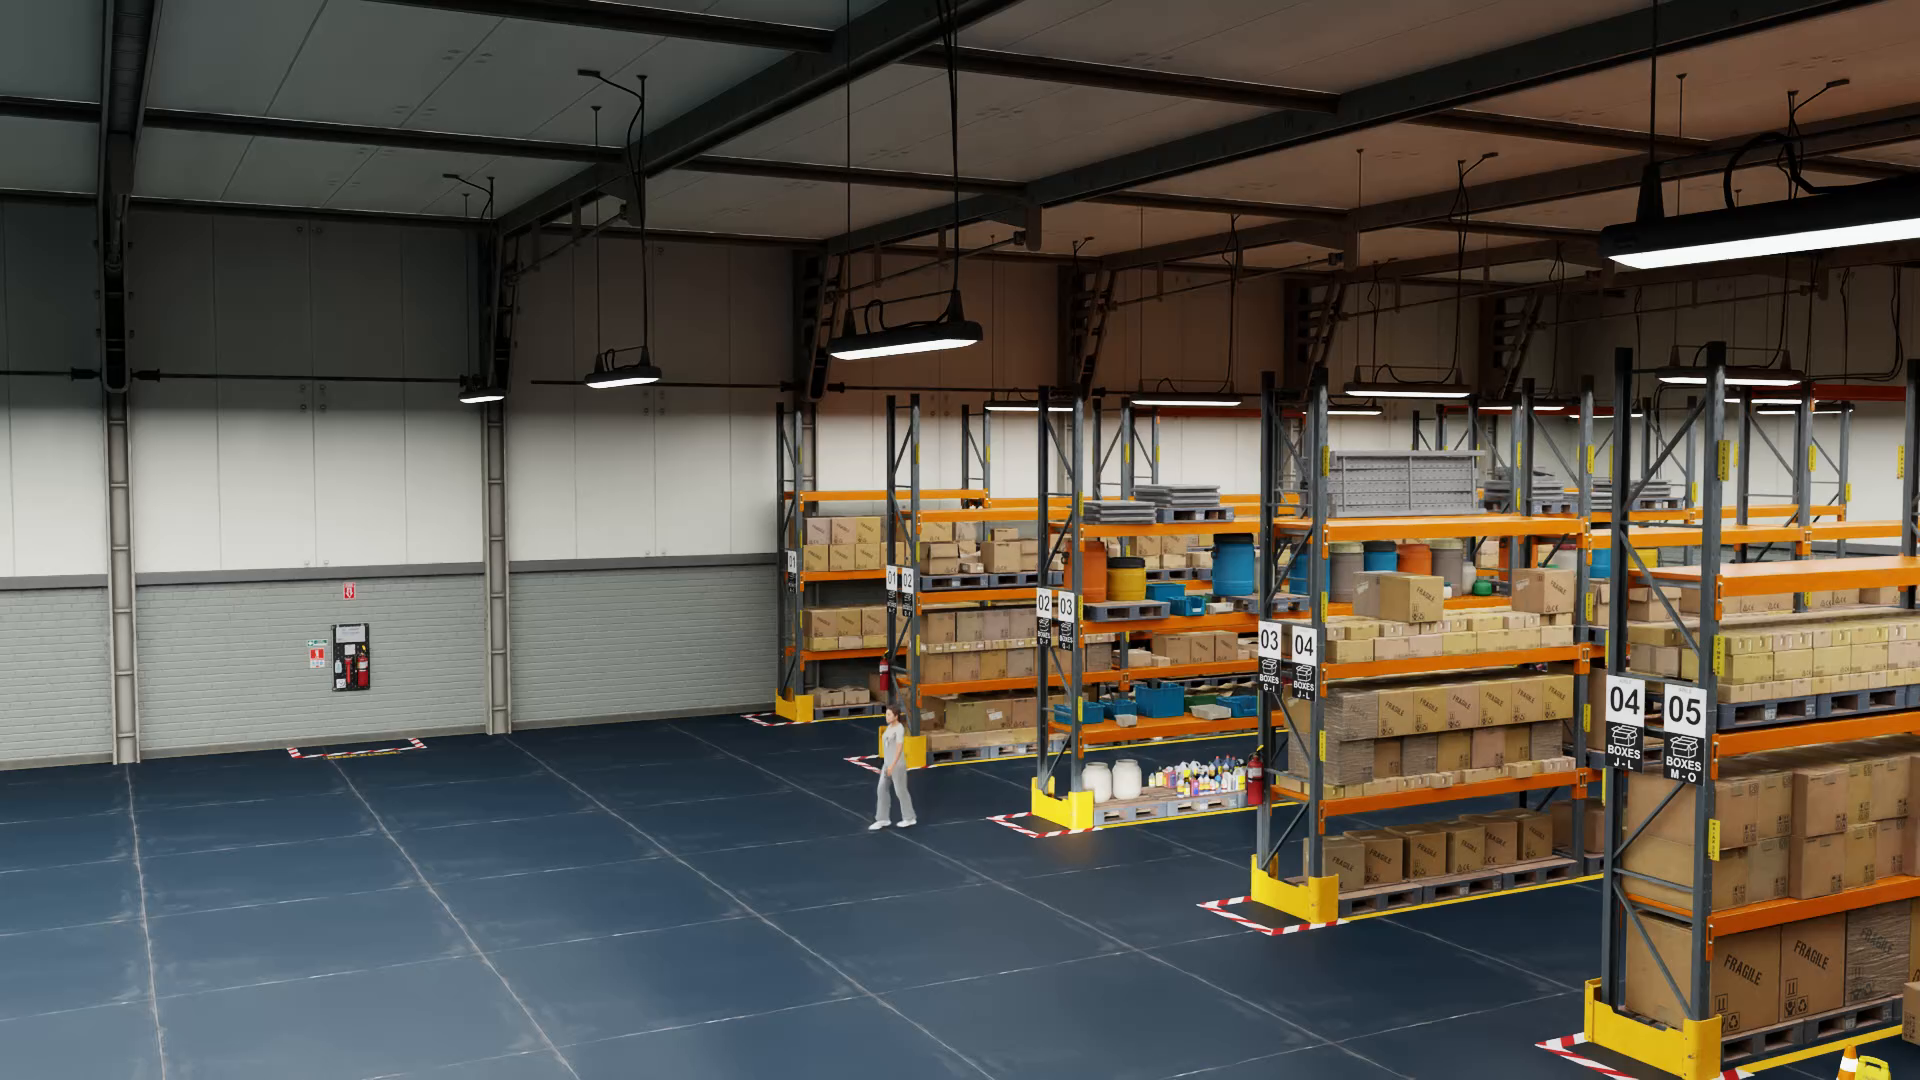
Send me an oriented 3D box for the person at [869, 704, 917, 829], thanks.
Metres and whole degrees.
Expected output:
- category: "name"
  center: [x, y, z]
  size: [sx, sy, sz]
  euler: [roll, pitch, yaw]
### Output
- category: "person"
  center: [-0.906, 3.068, 22.478]
  size: [0.639, 1.702, 0.498]
  euler: [-2, 4, -25]
